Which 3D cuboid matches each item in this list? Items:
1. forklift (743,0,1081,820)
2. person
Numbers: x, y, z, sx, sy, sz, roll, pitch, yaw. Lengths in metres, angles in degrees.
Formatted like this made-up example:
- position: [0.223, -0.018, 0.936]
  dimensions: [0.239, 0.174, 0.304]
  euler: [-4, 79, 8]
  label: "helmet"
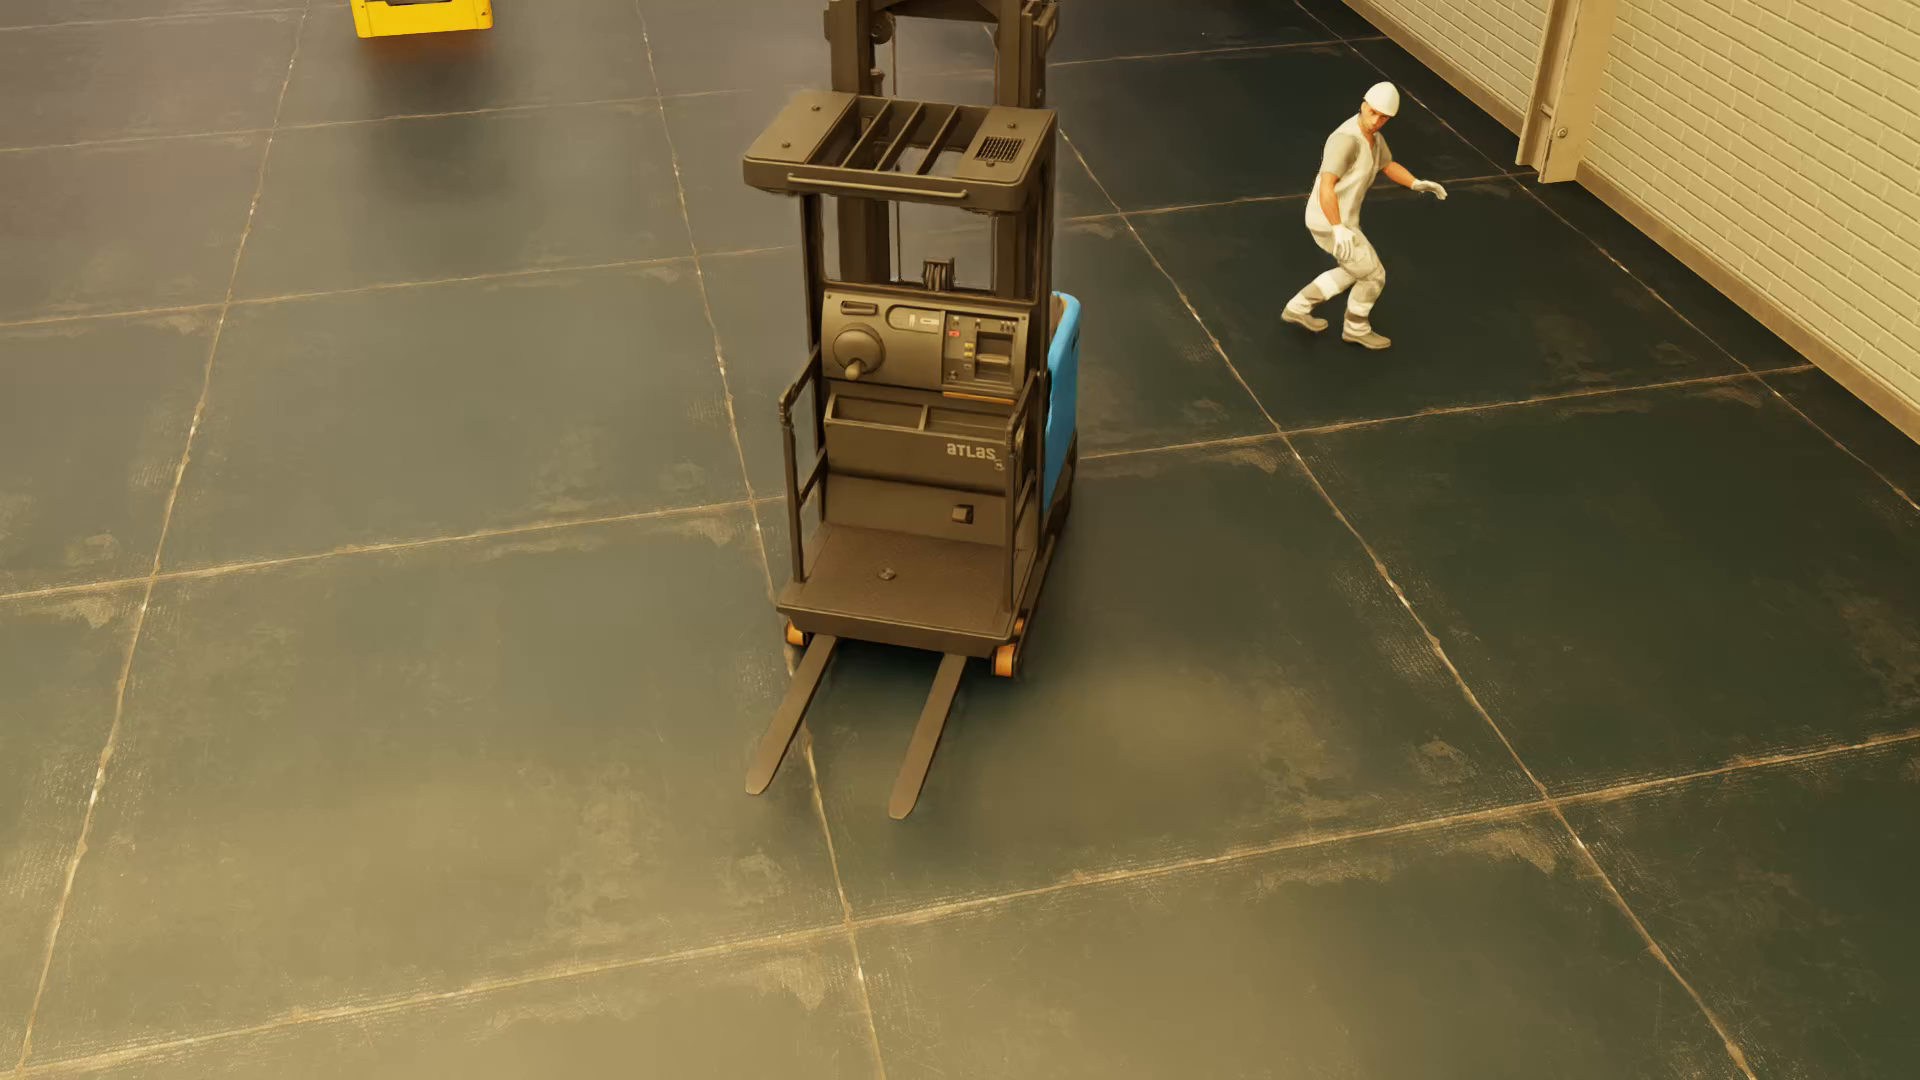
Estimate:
- position: [-0.204, -0.800, 7.163]
  dimensions: [1.130, 2.935, 3.031]
  euler: [8, 36, 11]
  label: "forklift"
- position: [2.368, -1.831, 9.699]
  dimensions: [0.852, 1.644, 0.895]
  euler: [10, 37, 13]
  label: "person"
